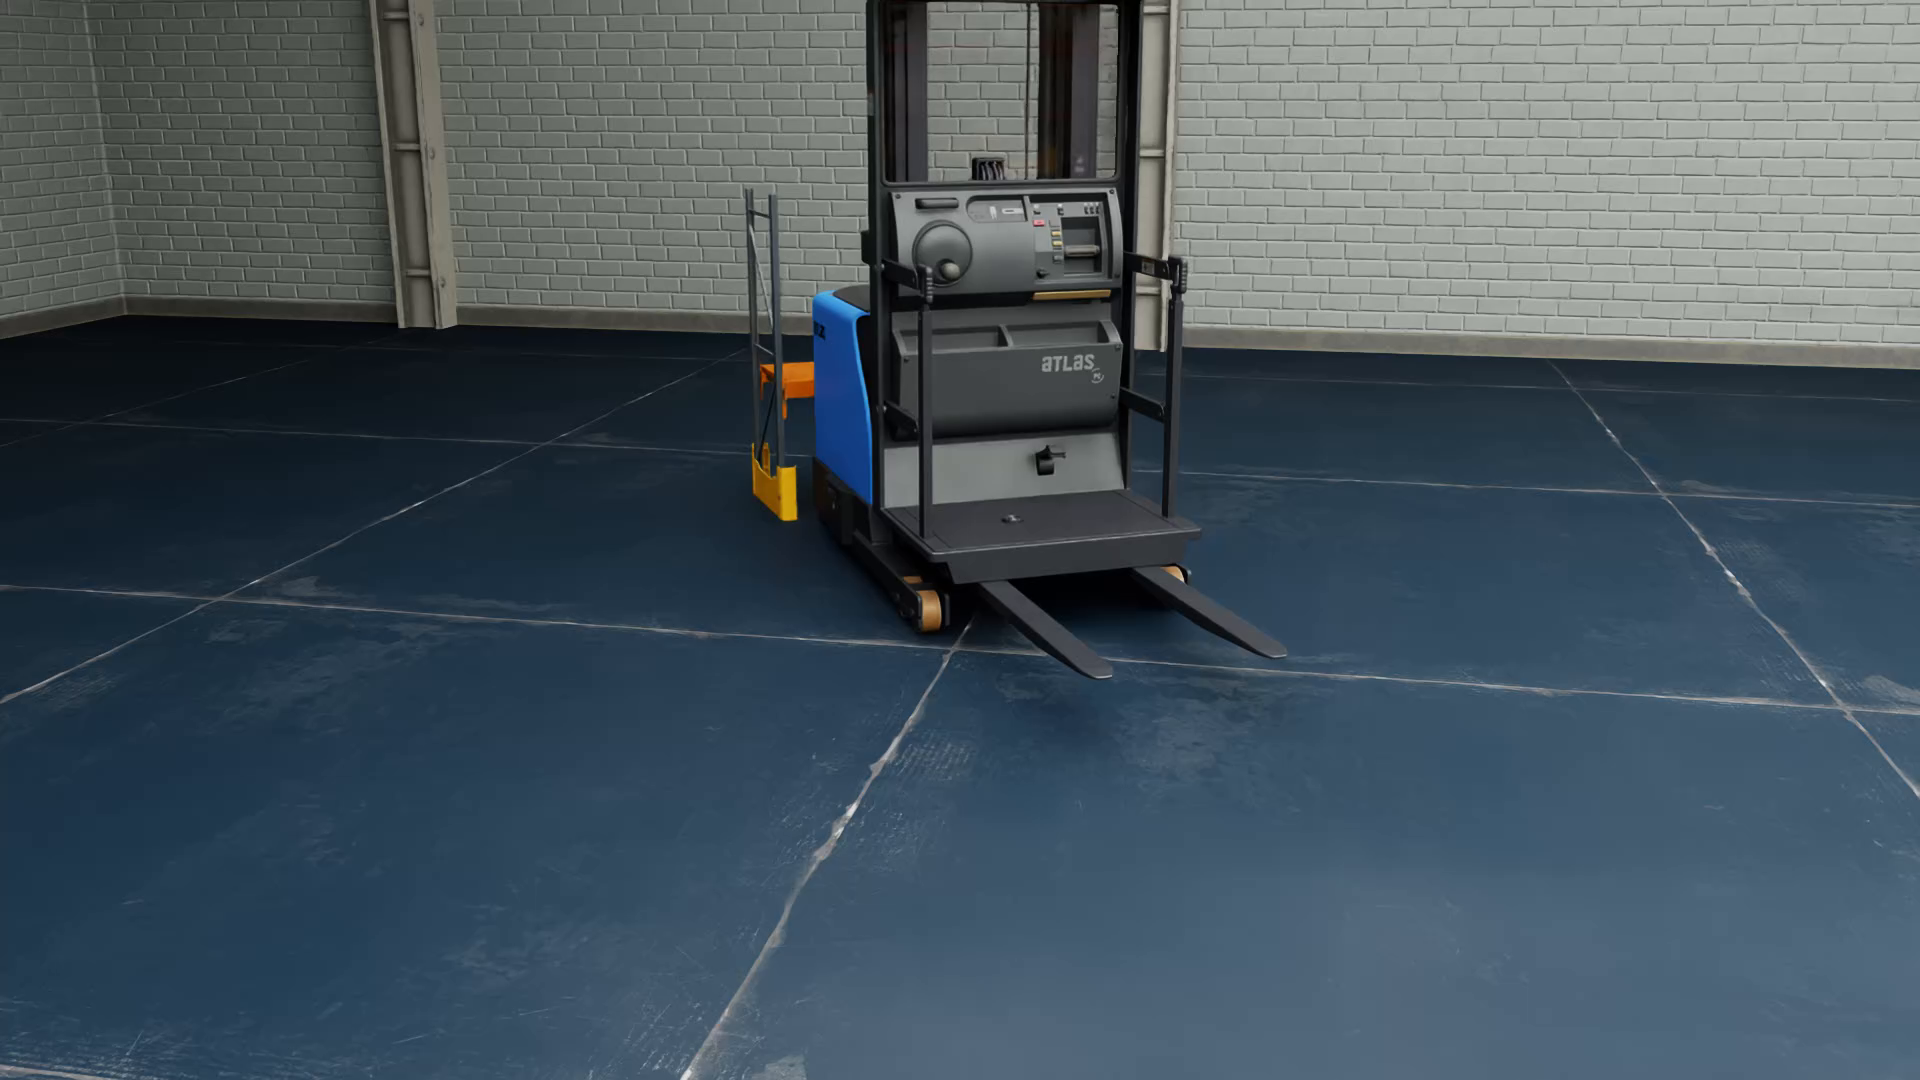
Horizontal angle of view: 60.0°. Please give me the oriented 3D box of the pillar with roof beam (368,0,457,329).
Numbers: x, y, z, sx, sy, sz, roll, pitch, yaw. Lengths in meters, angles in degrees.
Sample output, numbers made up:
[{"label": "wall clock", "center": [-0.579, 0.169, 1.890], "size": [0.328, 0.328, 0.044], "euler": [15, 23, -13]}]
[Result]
[{"label": "pillar with roof beam", "center": [-5.329, -5.011, 8.726], "size": [0.400, 9.000, 9.100], "euler": [3, 16, 11]}]

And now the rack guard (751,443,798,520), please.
[{"label": "rack guard", "center": [-0.904, -0.290, 8.071], "size": [0.087, 0.250, 0.587], "euler": [-6, 16, -20]}]

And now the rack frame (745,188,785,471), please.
[{"label": "rack frame", "center": [-0.922, -0.891, 7.898], "size": [0.032, 1.500, 0.500], "euler": [-6, 16, -20]}]

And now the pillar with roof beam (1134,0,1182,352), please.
[{"label": "pillar with roof beam", "center": [0.551, -4.692, 7.574], "size": [0.400, 9.000, 9.100], "euler": [3, 16, 11]}]

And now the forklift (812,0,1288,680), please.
[{"label": "forklift", "center": [0.260, -1.183, 6.273], "size": [1.130, 2.935, 3.031], "euler": [-5, 16, -18]}]

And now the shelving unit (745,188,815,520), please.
[{"label": "shelving unit", "center": [-0.437, -0.939, 8.073], "size": [1.083, 1.500, 0.587], "euler": [-6, 16, -20]}]

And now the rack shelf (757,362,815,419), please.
[{"label": "rack shelf", "center": [-0.446, -0.765, 8.118], "size": [1.000, 0.185, 0.538], "euler": [-6, 16, -20]}]
